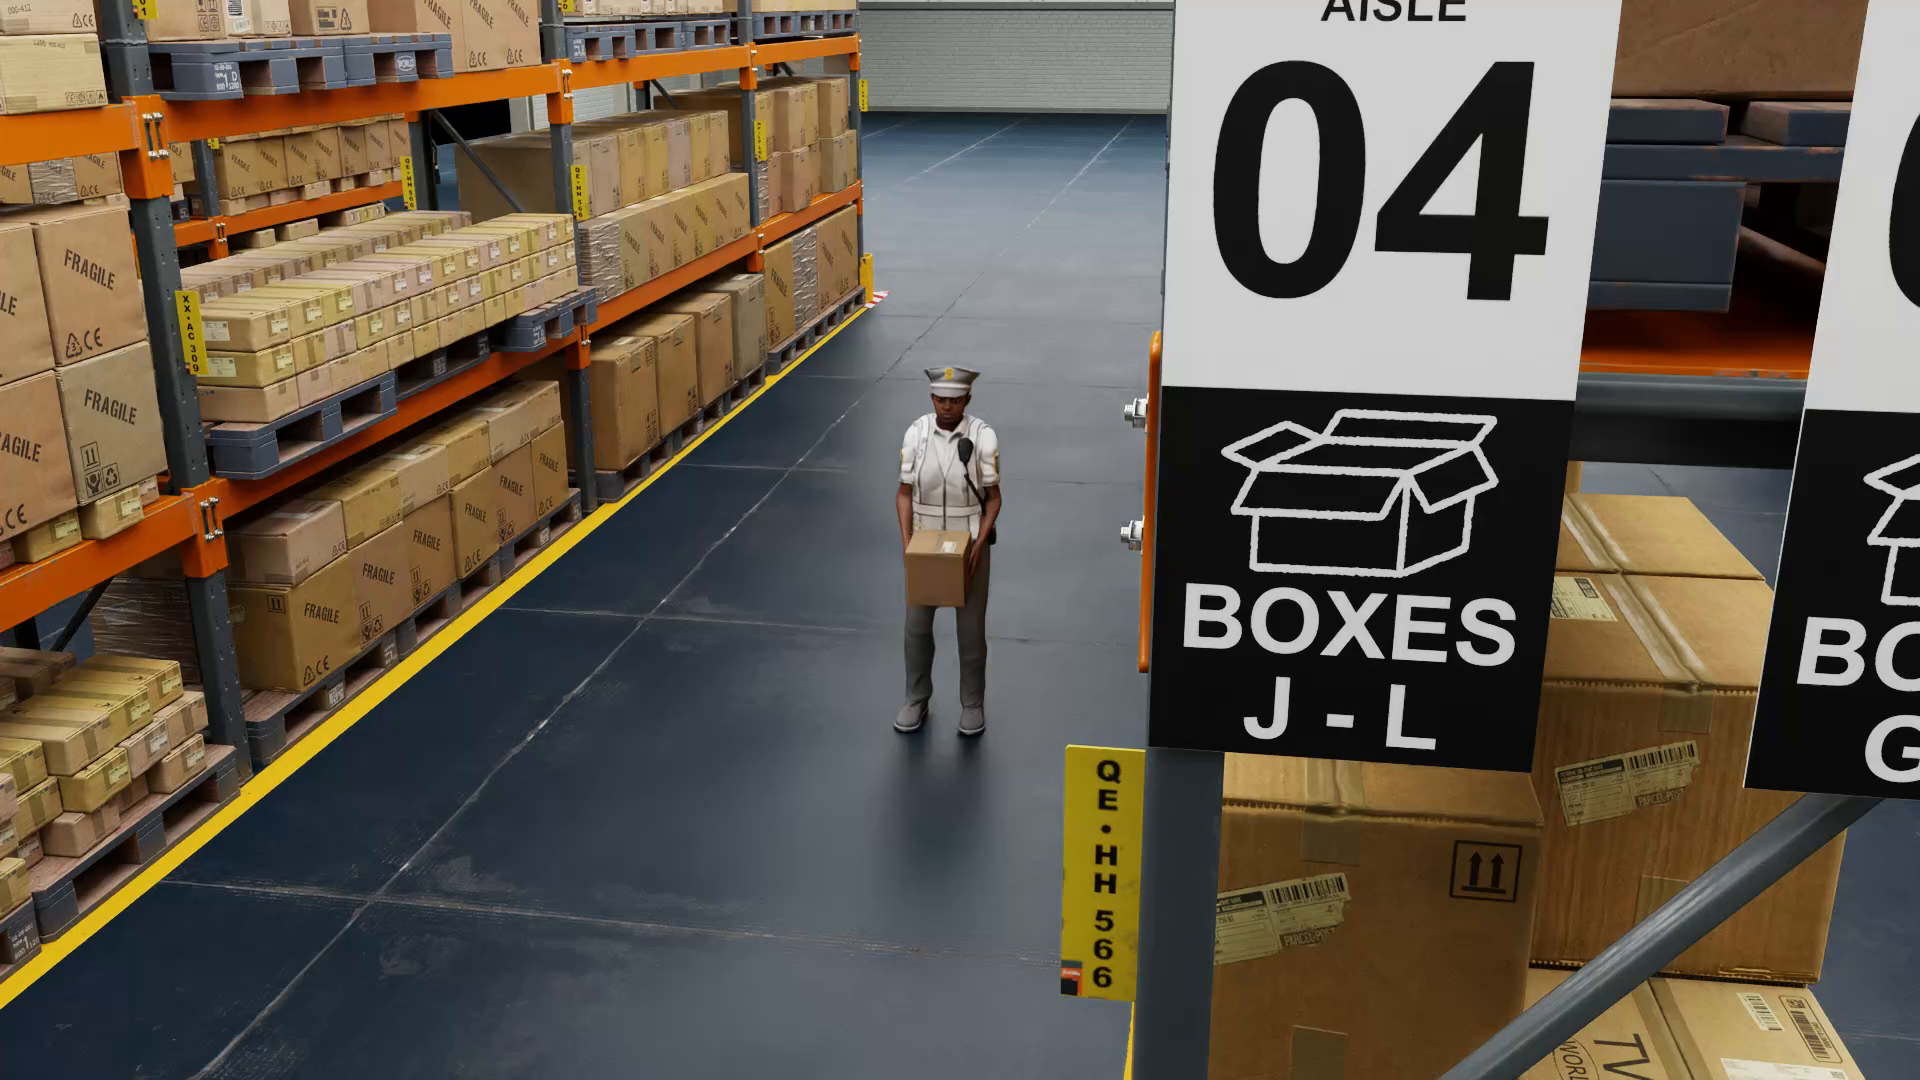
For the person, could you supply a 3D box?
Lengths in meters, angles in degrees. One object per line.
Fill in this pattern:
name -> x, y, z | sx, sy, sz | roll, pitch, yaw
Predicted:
person -> -0.055, 0.042, 7.384 | 0.475, 1.686, 0.442 | 3, 18, 8
